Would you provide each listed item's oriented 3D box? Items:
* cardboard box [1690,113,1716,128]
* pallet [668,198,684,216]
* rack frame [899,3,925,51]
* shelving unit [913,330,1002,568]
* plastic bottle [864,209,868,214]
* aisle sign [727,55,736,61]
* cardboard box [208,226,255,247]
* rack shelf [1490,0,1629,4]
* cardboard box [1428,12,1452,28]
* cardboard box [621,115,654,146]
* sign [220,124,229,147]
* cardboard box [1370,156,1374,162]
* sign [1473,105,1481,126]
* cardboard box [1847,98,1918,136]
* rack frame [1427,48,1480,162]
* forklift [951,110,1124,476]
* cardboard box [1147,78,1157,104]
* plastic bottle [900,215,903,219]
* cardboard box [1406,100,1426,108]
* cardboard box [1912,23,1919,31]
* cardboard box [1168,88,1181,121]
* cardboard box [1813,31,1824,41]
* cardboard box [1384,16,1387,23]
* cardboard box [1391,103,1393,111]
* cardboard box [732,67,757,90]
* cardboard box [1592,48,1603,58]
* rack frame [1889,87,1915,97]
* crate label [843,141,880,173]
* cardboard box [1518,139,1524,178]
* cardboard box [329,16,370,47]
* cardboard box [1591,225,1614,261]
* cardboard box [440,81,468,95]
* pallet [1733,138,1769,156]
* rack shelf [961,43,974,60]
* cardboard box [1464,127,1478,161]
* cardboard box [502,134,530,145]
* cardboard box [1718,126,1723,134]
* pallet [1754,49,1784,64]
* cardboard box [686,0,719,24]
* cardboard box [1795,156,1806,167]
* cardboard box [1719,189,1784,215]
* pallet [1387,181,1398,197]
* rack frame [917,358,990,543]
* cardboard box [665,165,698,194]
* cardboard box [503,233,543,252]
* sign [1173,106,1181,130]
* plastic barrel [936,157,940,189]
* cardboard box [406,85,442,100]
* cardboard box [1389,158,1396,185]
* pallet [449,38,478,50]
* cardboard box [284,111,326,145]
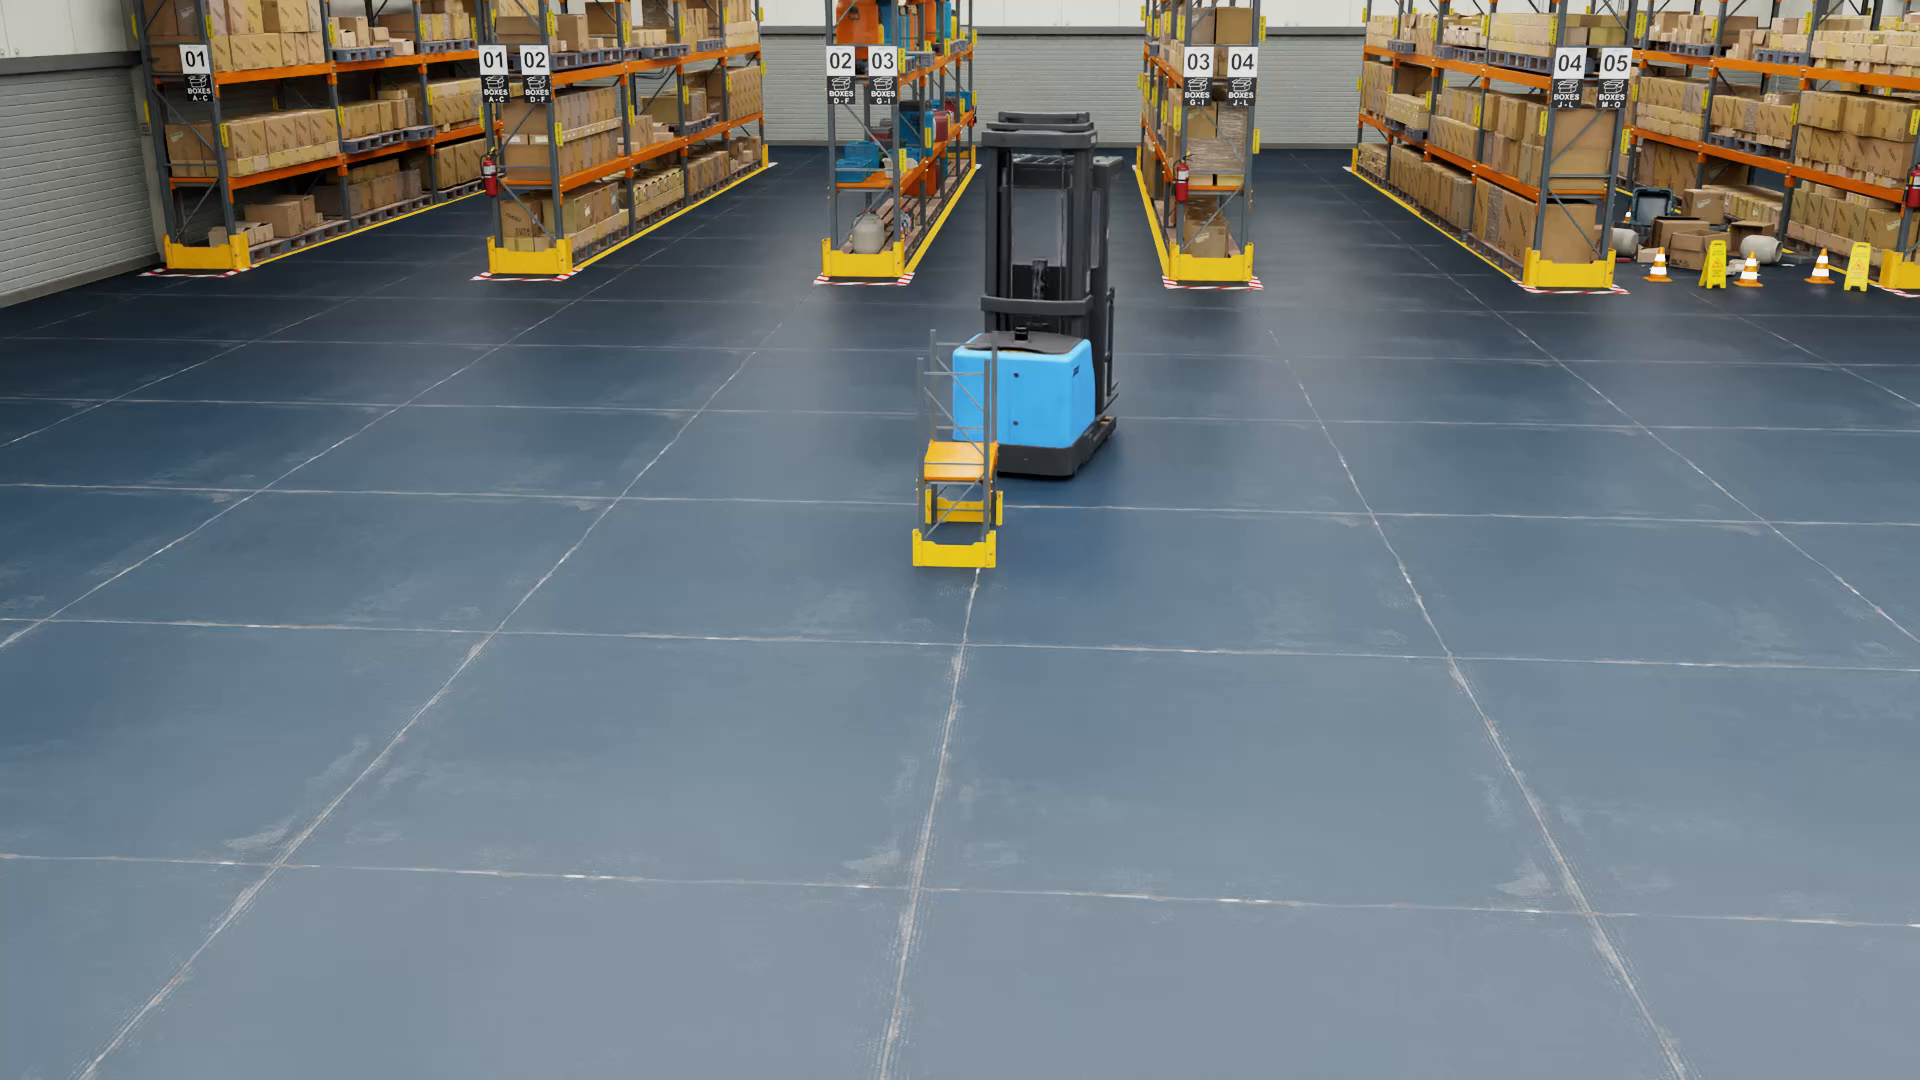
[{"bbox_3d":[13.819,-7.739,30.663,0.500,0.250,0.500,1,18,4],"label":"cardboard box"},{"bbox_3d":[-5.825,-6.281,31.251,1.003,0.211,1.213,1,18,4],"label":"pallet"},{"bbox_3d":[-1.073,-9.357,26.528,1.000,3.000,0.127,1,18,4],"label":"rack frame"},{"bbox_3d":[-0.005,-0.689,12.117,0.587,1.500,1.083,1,18,4],"label":"shelving unit"},{"bbox_3d":[-1.545,-5.215,27.070,0.144,0.351,0.185,2,18,5],"label":"plastic bottle"},{"bbox_3d":[-5.442,-11.608,38.857,0.394,0.787,0.004,1,18,4],"label":"aisle sign"},{"bbox_3d":[-11.102,-4.630,25.346,0.500,0.311,0.500,-1,18,-2],"label":"cardboard box"},{"bbox_3d":[8.663,-7.952,24.036,1.077,0.370,4.000,1,18,4],"label":"rack shelf"},{"bbox_3d":[8.885,-9.624,30.769,0.396,0.266,0.258,1,18,4],"label":"cardboard box"},{"bbox_3d":[-5.831,-7.387,29.988,0.500,0.500,0.500,0,18,1],"label":"cardboard box"},{"bbox_3d":[-10.701,-5.885,24.174,0.100,0.325,0.005,1,18,4],"label":"sign"},{"bbox_3d":[9.317,-8.486,36.931,0.380,0.149,0.250,0,18,1],"label":"cardboard box"},{"bbox_3d":[8.265,-6.775,26.551,0.100,0.325,0.005,1,18,4],"label":"sign"},{"bbox_3d":[13.261,-6.078,23.910,0.700,0.500,0.500,1,18,3],"label":"cardboard box"},{"bbox_3d":[9.094,-7.496,30.483,1.000,3.000,0.127,1,18,4],"label":"rack frame"},{"bbox_3d":[0.825,-2.344,14.869,1.130,2.935,3.031,5,19,15],"label":"forklift"},{"bbox_3d":[4.207,-9.456,35.022,0.500,0.500,0.500,2,18,5],"label":"cardboard box"},{"bbox_3d":[-0.995,-5.151,26.992,0.152,0.276,0.135,1,18,4],"label":"plastic bottle"},{"bbox_3d":[8.749,-8.339,31.827,0.380,0.149,0.250,1,18,4],"label":"cardboard box"},{"bbox_3d":[18.809,-9.999,32.394,0.380,0.149,0.250,1,18,3],"label":"cardboard box"},{"bbox_3d":[3.581,-6.926,26.498,0.500,0.500,0.500,1,18,4],"label":"cardboard box"},{"bbox_3d":[13.403,-7.769,25.621,0.380,0.149,0.250,1,18,3],"label":"cardboard box"},{"bbox_3d":[9.197,-11.025,35.233,0.380,0.149,0.250,1,18,4],"label":"cardboard box"},{"bbox_3d":[8.859,-8.687,33.369,0.380,0.149,0.250,2,18,5],"label":"cardboard box"},{"bbox_3d":[-4.947,-10.566,38.087,0.500,0.500,0.500,2,18,5],"label":"cardboard box"},{"bbox_3d":[8.864,-6.664,22.694,0.380,0.149,0.250,1,18,4],"label":"cardboard box"},{"bbox_3d":[19.276,-8.550,33.698,1.000,3.000,0.127,1,18,4],"label":"rack frame"},{"bbox_3d":[-1.498,-5.859,25.429,0.502,0.435,0.616,1,18,4],"label":"crate label"},{"bbox_3d":[8.685,-5.541,24.276,0.875,0.550,0.550,1,18,4],"label":"cardboard box"},{"bbox_3d":[-10.748,-8.951,29.271,0.500,0.500,0.500,1,18,2],"label":"cardboard box"},{"bbox_3d":[9.719,-4.562,25.539,0.500,0.500,0.500,4,19,13],"label":"cardboard box"},{"bbox_3d":[-10.278,-9.141,33.628,0.500,0.250,0.500,1,18,3],"label":"cardboard box"},{"bbox_3d":[13.937,-6.710,28.392,1.003,0.211,1.213,1,18,4],"label":"pallet"},{"bbox_3d":[-0.357,-10.696,36.586,1.077,0.370,4.000,1,18,4],"label":"rack shelf"},{"bbox_3d":[8.578,-6.469,27.189,0.500,0.500,0.500,1,18,4],"label":"cardboard box"},{"bbox_3d":[-6.463,-5.855,24.271,0.380,0.149,0.250,1,18,3],"label":"cardboard box"},{"bbox_3d":[13.776,-7.313,29.654,0.380,0.149,0.250,0,18,1],"label":"cardboard box"},{"bbox_3d":[13.973,-8.022,27.573,1.213,0.211,1.003,1,18,4],"label":"pallet"},{"bbox_3d":[-5.443,-11.203,35.211,0.700,0.500,0.500,1,18,4],"label":"cardboard box"},{"bbox_3d":[13.409,-5.965,26.212,0.380,0.149,0.250,1,18,4],"label":"cardboard box"},{"bbox_3d":[13.943,-5.963,29.350,0.950,0.372,0.625,1,18,3],"label":"cardboard box"},{"bbox_3d":[9.326,-7.171,33.970,1.003,0.211,1.213,1,18,4],"label":"pallet"},{"bbox_3d":[-0.043,-0.528,11.627,0.500,1.500,0.032,1,18,4],"label":"rack frame"},{"bbox_3d":[-5.409,-7.017,32.328,0.500,0.500,0.500,2,18,6],"label":"cardboard box"},{"bbox_3d":[-6.557,-4.442,24.903,0.500,0.250,0.500,1,18,4],"label":"cardboard box"},{"bbox_3d":[3.028,-5.873,23.161,0.100,0.325,0.005,1,18,4],"label":"sign"},{"bbox_3d":[-0.688,-7.305,33.099,0.600,0.588,0.708,1,18,4],"label":"plastic barrel"},{"bbox_3d":[-10.376,-8.669,32.187,0.500,0.250,0.500,2,18,5],"label":"cardboard box"},{"bbox_3d":[9.063,-7.527,33.916,0.500,0.500,0.500,2,18,6],"label":"cardboard box"},{"bbox_3d":[-10.398,-10.261,34.410,0.805,0.209,1.217,1,18,2],"label":"pallet"},{"bbox_3d":[-10.710,-6.713,27.098,0.500,0.500,0.500,1,18,4],"label":"cardboard box"}]
